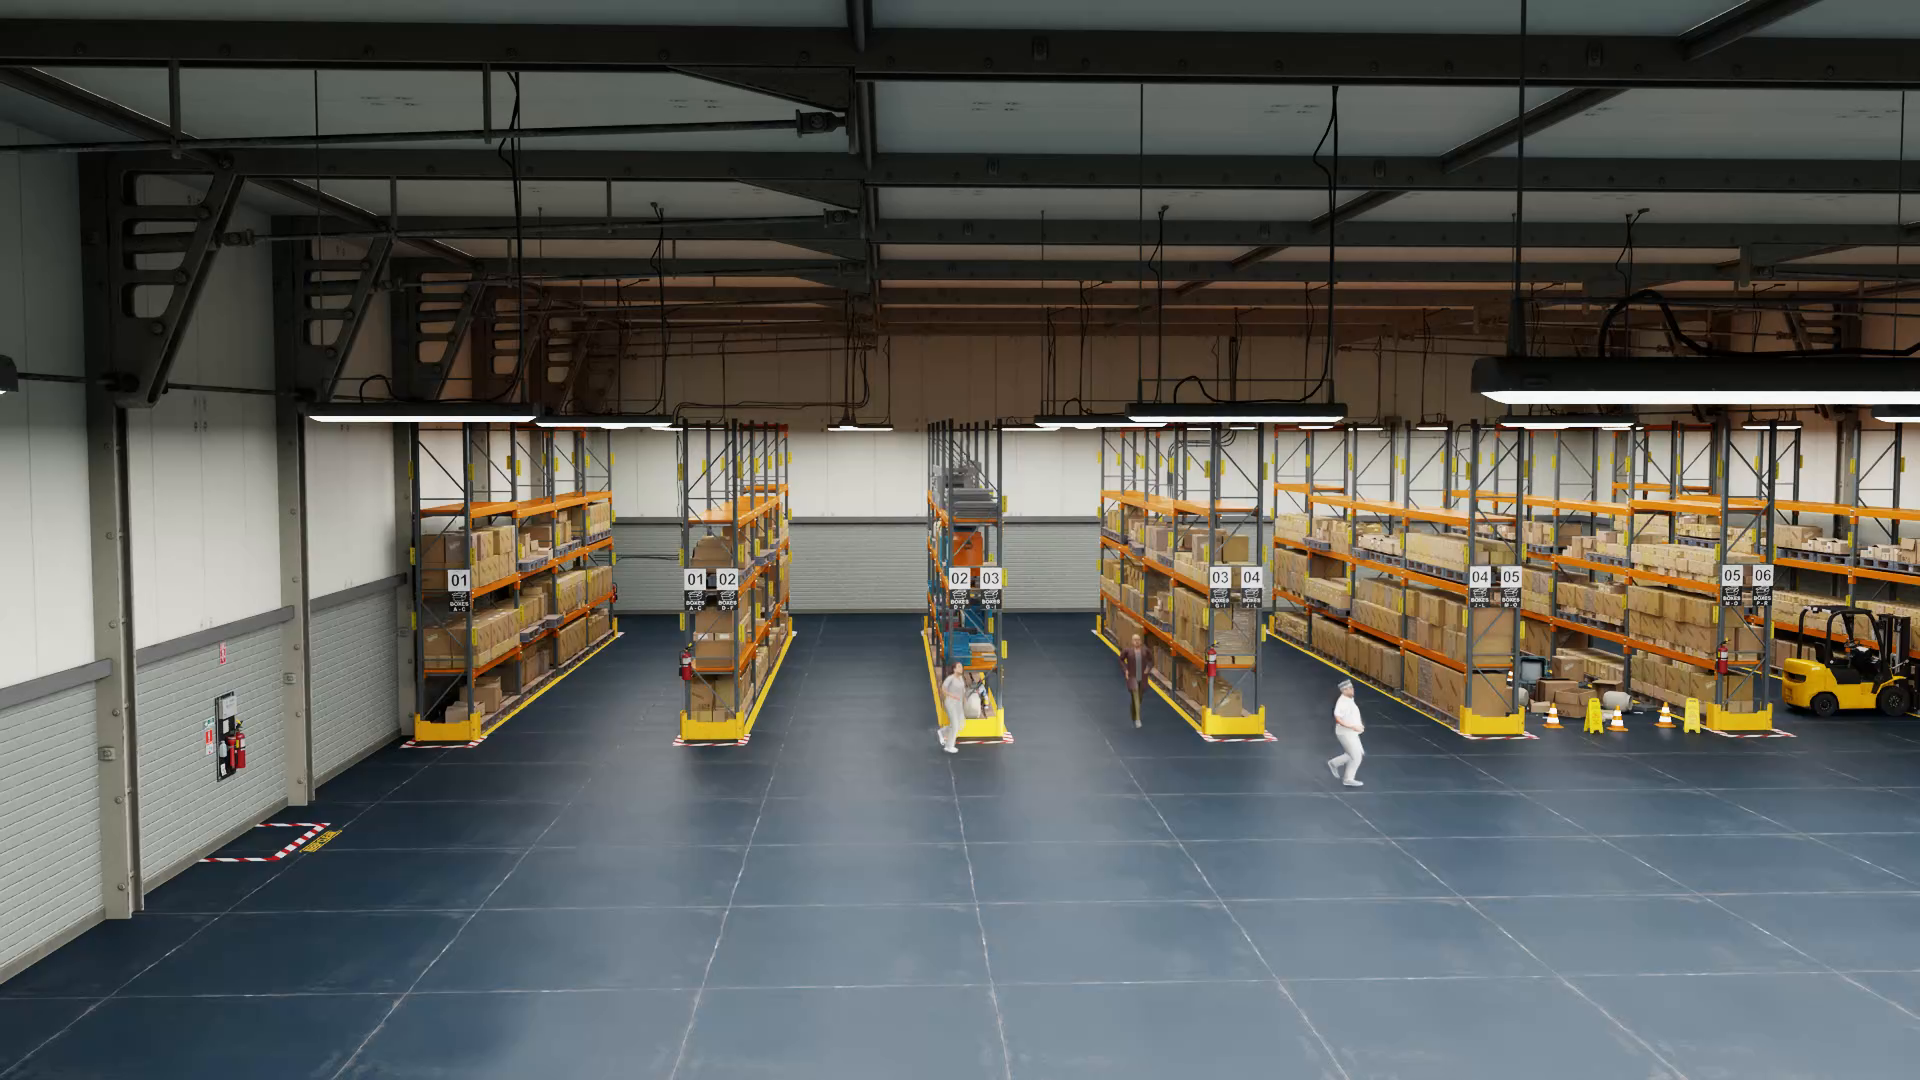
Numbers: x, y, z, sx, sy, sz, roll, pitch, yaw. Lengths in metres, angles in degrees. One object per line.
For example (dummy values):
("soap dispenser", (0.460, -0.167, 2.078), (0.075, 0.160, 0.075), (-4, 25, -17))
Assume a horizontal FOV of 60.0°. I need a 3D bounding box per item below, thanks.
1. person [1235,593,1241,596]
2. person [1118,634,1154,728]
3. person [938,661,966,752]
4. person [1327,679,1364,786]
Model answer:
("person", (7.709, 1.858, 47.075), (0.718, 1.710, 0.895), (0, 4, 3))
("person", (3.465, 2.726, 32.587), (0.702, 1.778, 0.965), (-1, 4, -8))
("person", (-0.114, 2.997, 30.126), (0.617, 1.621, 0.591), (3, 5, 43))
("person", (6.274, 3.120, 27.043), (0.629, 1.730, 0.661), (2, 4, 24))
